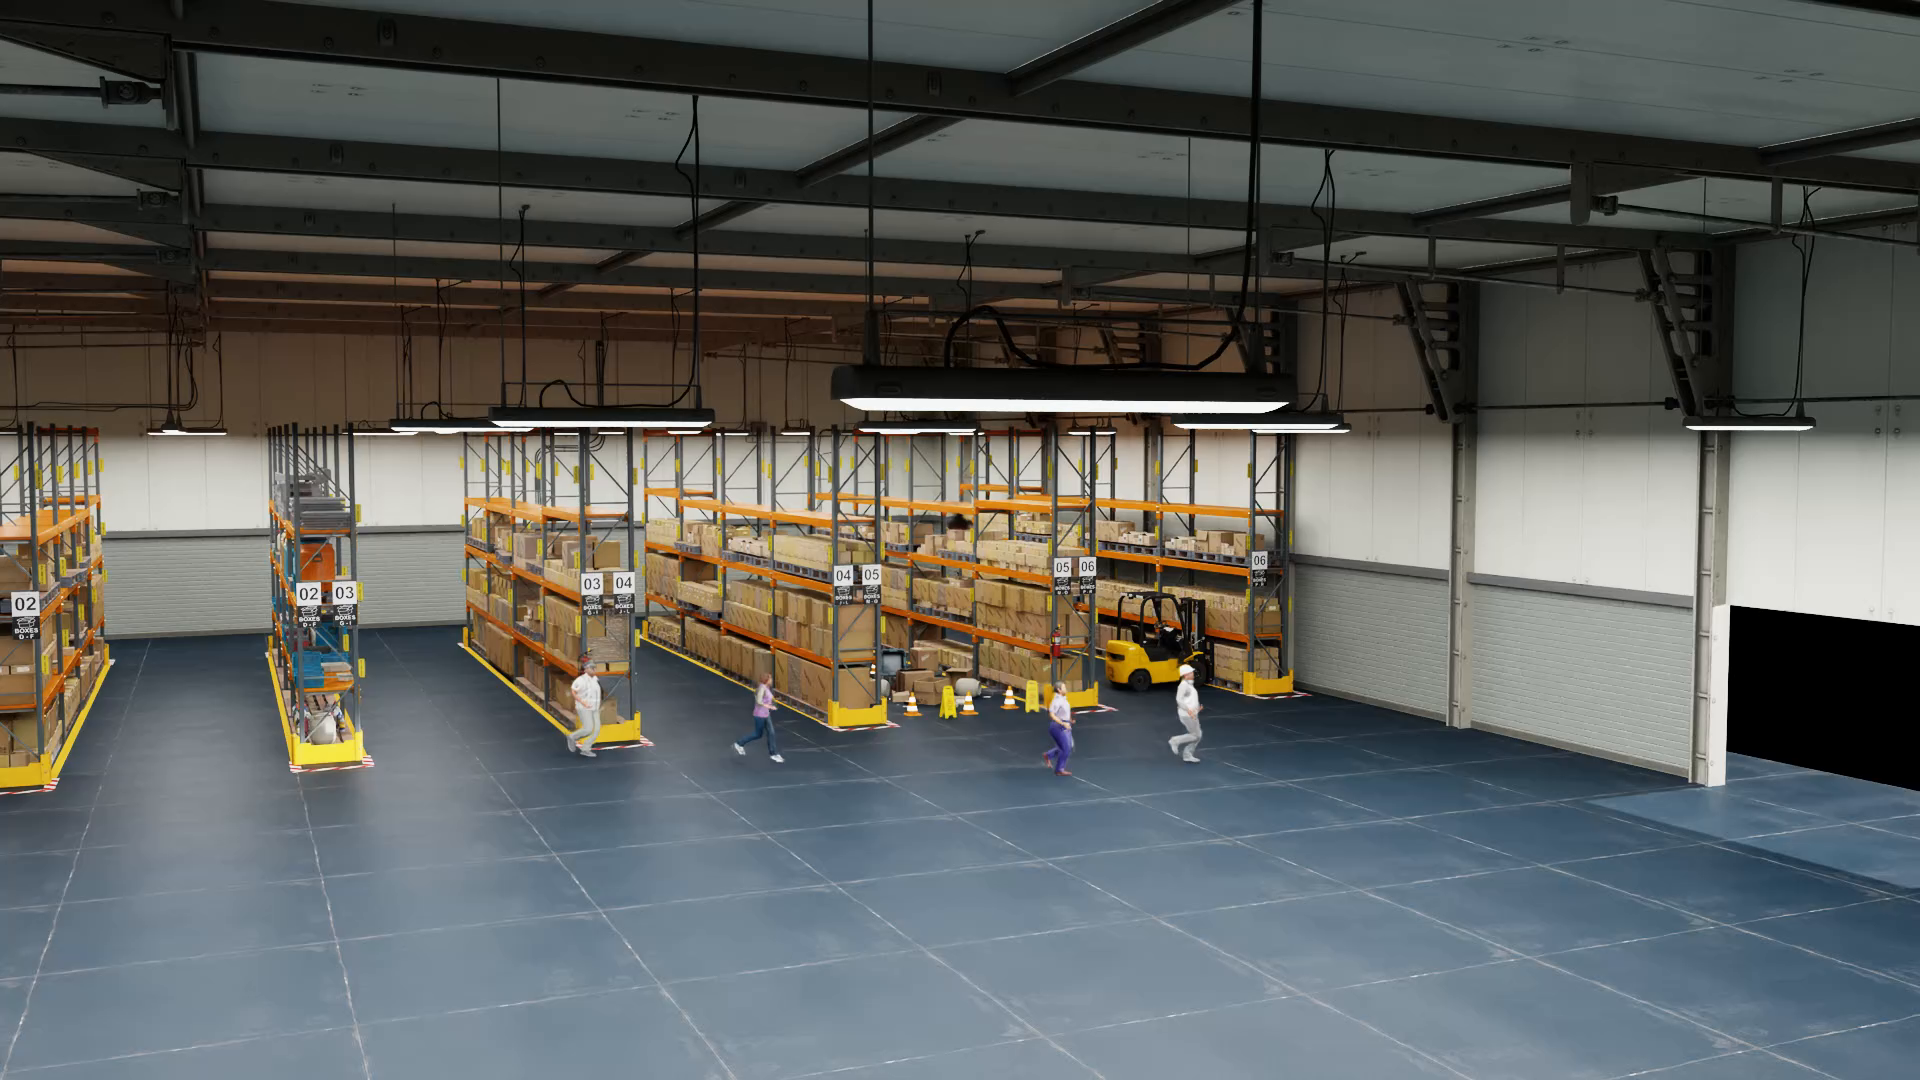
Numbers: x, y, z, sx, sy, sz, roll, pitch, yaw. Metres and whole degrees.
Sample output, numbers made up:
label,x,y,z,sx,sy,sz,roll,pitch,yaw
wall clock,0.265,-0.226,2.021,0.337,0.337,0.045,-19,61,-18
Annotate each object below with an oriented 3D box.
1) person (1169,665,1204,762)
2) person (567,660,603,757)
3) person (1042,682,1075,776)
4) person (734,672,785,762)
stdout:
label,x,y,z,sx,sy,sz,roll,pitch,yaw
person,4.004,3.068,29.413,0.586,1.729,0.659,1,4,16
person,-6.748,3.024,30.064,0.565,1.742,0.689,2,4,28
person,1.653,3.197,28.239,0.556,1.601,0.594,1,4,14
person,-3.543,3.131,29.436,0.915,1.591,0.564,0,3,5
